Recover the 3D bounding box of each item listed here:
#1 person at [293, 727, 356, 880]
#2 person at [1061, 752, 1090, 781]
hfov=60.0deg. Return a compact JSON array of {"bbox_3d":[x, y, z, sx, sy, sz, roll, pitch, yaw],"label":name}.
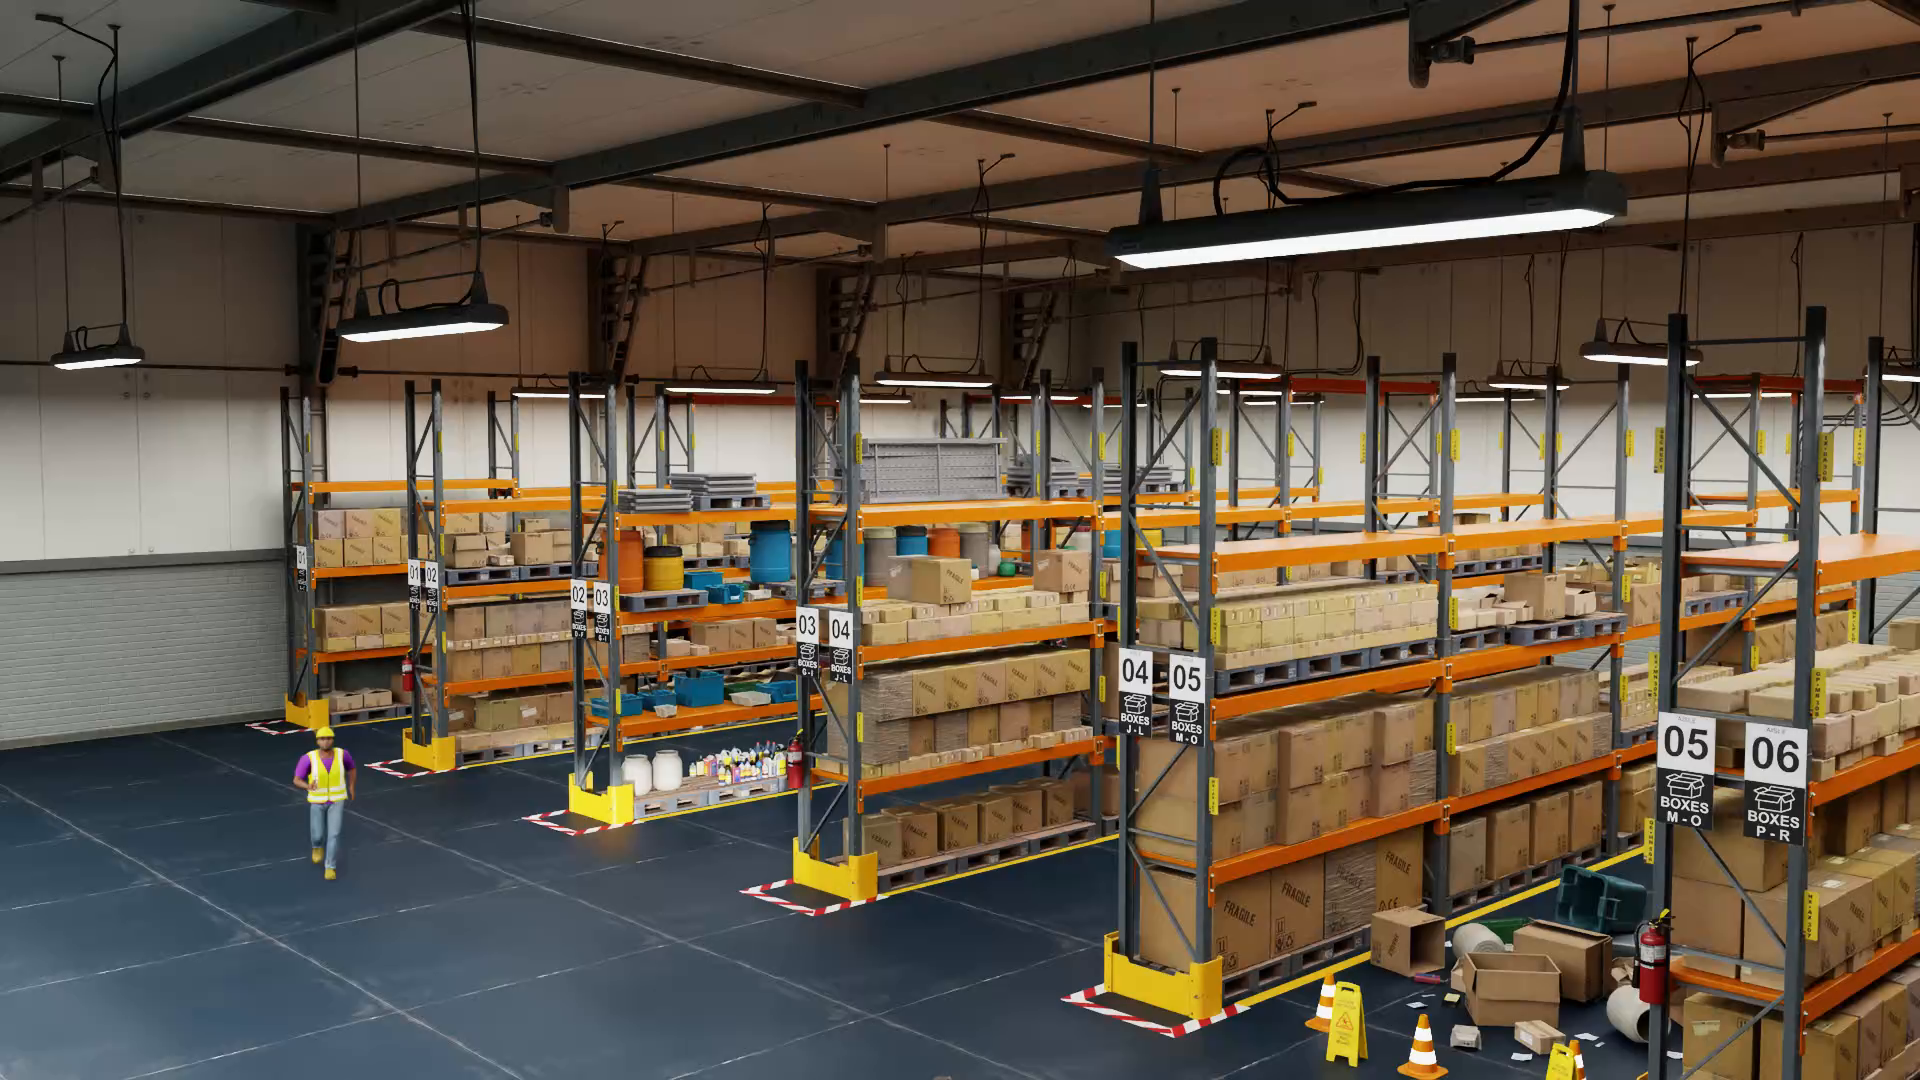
[{"bbox_3d":[-7.416,3.043,19.457,0.711,1.741,0.812,-2,4,-26],"label":"person"},{"bbox_3d":[1.719,2.767,23.896,0.684,1.828,0.688,-3,5,-43],"label":"person"}]
